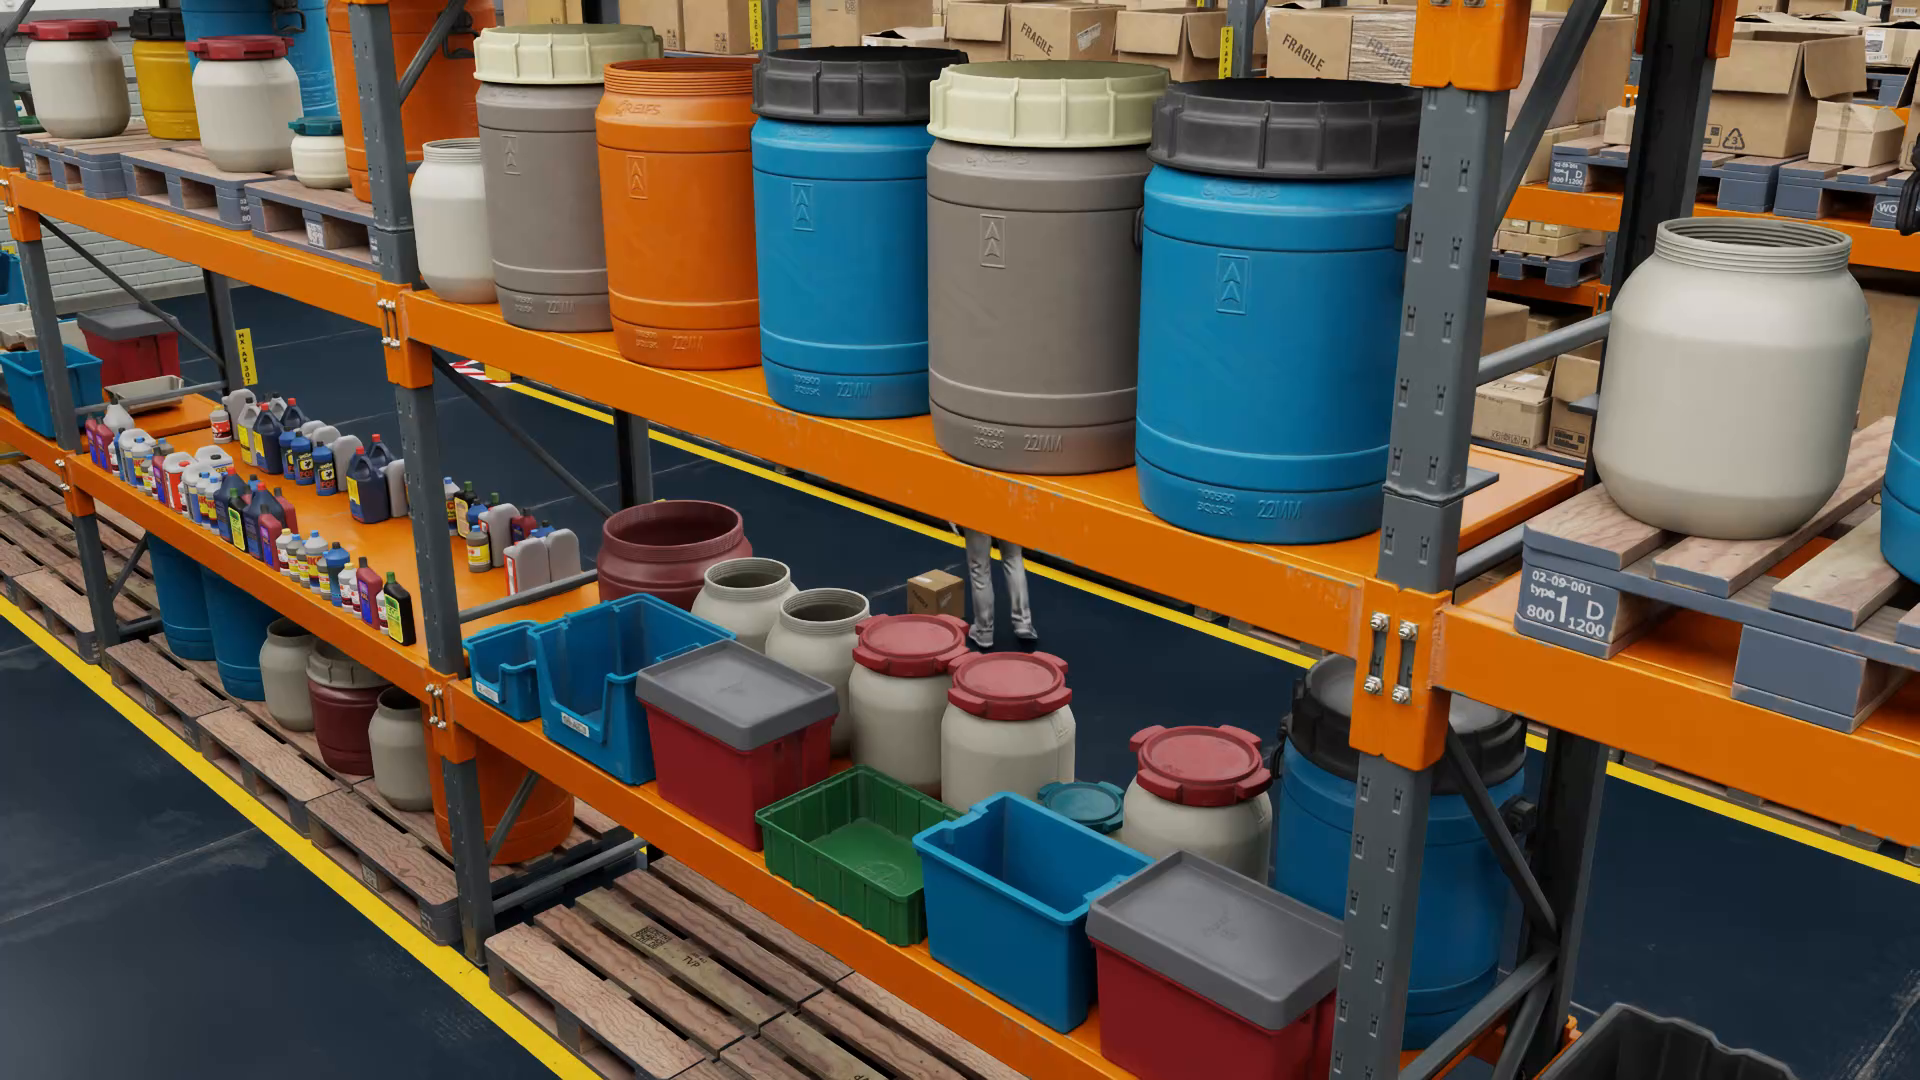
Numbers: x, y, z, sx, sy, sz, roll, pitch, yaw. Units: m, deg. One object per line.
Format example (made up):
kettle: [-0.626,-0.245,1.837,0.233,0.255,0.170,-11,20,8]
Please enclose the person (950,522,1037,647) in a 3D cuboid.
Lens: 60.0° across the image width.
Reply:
person: [0.193,-0.173,9.526,0.551,1.696,0.372,-7,22,-19]
